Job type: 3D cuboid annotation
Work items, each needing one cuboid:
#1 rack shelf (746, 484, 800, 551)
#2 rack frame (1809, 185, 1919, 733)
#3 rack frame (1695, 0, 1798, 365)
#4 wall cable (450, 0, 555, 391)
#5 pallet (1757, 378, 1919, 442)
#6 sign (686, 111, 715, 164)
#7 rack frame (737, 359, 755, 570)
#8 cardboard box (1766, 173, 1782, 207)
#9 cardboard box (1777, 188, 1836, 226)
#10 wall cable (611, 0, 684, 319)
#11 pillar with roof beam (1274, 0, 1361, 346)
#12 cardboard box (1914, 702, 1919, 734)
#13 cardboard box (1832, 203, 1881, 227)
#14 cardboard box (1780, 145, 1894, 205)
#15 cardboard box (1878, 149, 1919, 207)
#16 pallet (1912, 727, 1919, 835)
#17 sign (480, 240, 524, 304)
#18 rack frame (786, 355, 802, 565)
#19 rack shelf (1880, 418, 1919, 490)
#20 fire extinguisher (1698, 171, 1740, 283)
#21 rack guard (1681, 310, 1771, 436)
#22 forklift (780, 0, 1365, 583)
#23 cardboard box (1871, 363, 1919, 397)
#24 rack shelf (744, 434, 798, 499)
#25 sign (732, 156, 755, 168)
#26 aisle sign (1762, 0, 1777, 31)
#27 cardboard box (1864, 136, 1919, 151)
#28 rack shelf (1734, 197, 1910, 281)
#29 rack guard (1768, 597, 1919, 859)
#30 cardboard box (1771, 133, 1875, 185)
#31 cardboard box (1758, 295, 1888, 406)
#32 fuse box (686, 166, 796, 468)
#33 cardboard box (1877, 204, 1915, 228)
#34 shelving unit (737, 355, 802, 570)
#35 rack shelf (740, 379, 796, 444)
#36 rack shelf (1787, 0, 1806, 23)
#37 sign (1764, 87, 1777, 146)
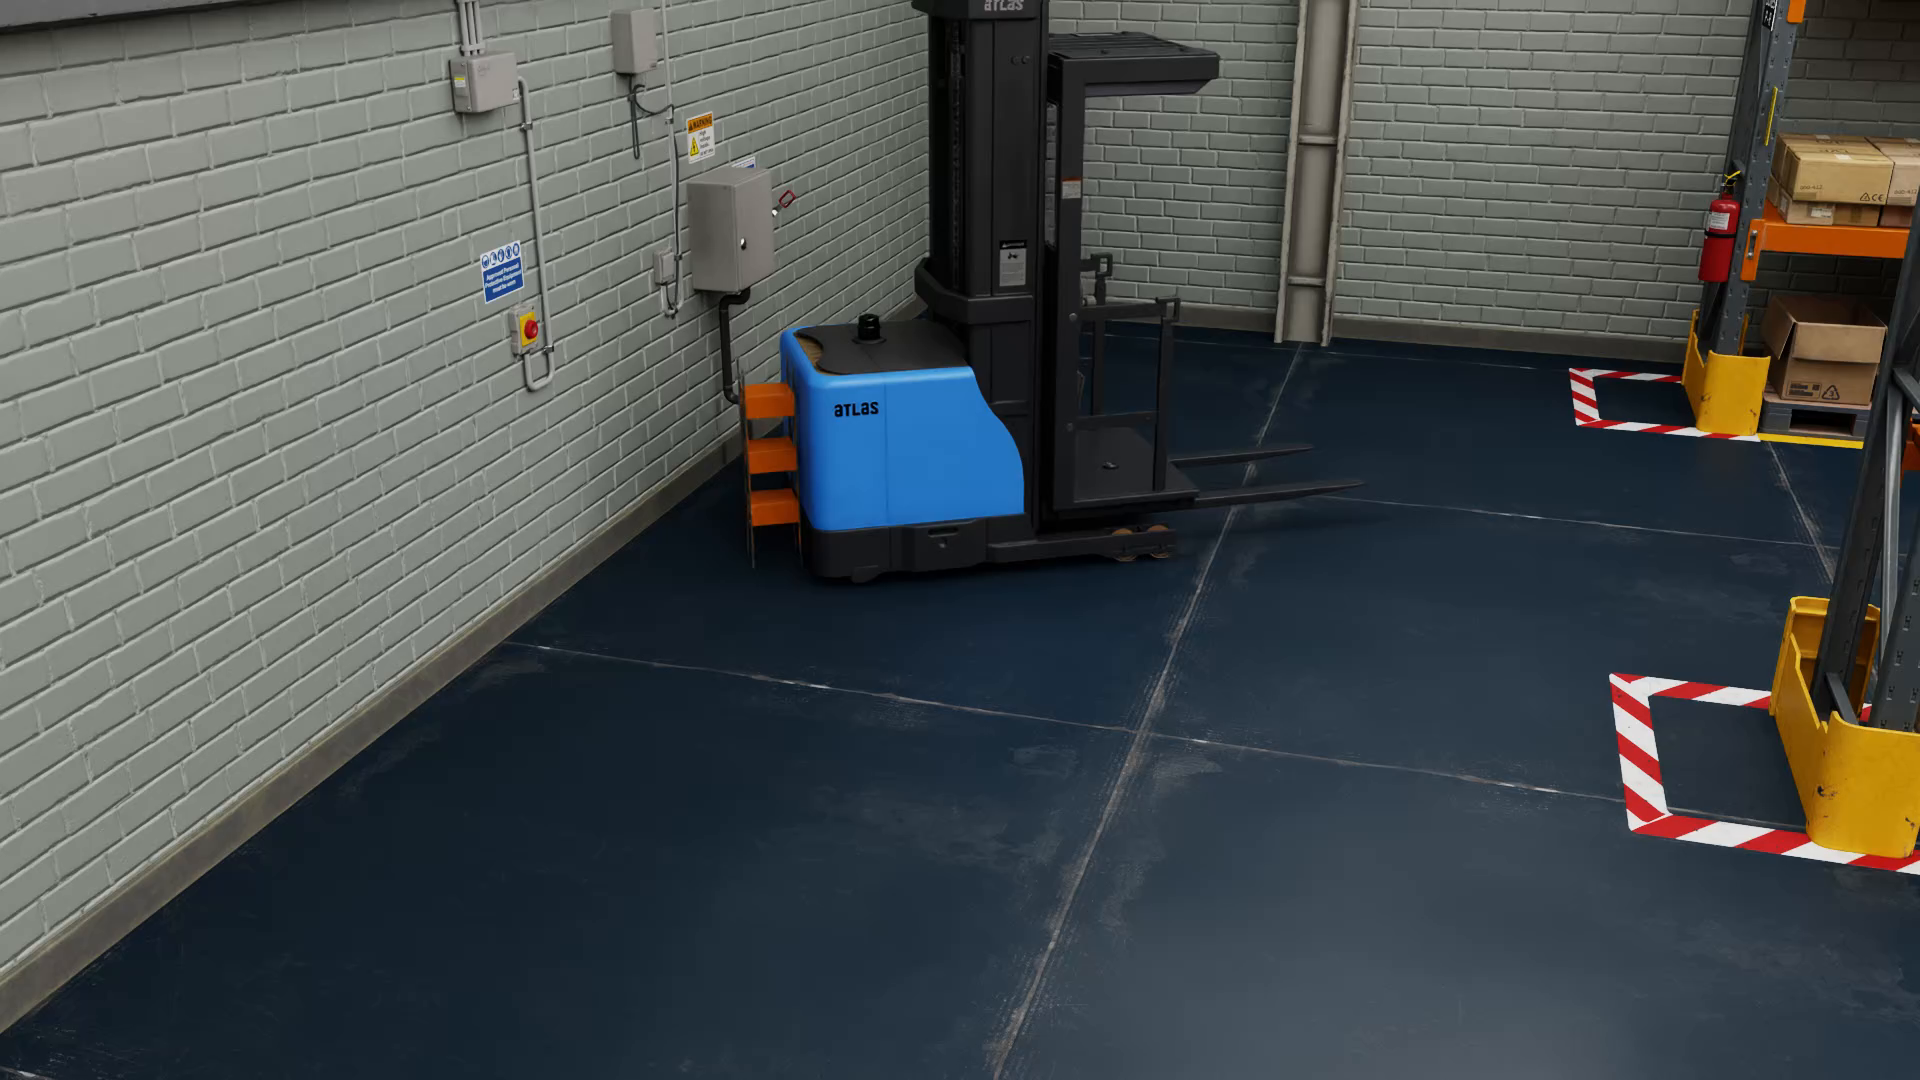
[{"bbox_3d":[-0.949,-0.115,8.427,0.240,0.259,0.215,-6,23,-13],"label":"rack shelf"},{"bbox_3d":[3.455,-0.464,5.948,0.127,3.000,1.000,7,23,16],"label":"rack frame"},{"bbox_3d":[4.885,-2.267,10.345,0.127,3.000,1.000,7,23,16],"label":"rack frame"},{"bbox_3d":[-1.950,-1.558,7.235,0.123,1.953,0.585,7,23,16],"label":"wall cable"},{"bbox_3d":[5.721,-0.882,10.642,1.213,0.211,1.003,7,23,16],"label":"pallet"},{"bbox_3d":[-1.418,-2.205,9.105,0.001,0.242,0.339,7,23,16],"label":"sign"},{"bbox_3d":[-1.068,-0.370,8.290,0.008,1.050,0.200,-6,23,-13],"label":"rack frame"},{"bbox_3d":[5.280,-2.212,10.542,0.250,0.149,0.380,6,23,15],"label":"cardboard box"},{"bbox_3d":[5.120,-2.016,10.062,0.250,0.149,0.380,6,23,15],"label":"cardboard box"},{"bbox_3d":[-1.552,-2.060,8.500,0.122,1.984,0.588,7,23,16],"label":"wall cable"},{"bbox_3d":[1.320,-4.102,6.913,0.400,9.000,9.100,7,23,16],"label":"pillar with roof beam"},{"bbox_3d":[4.115,0.564,6.266,0.875,0.438,0.875,6,23,14],"label":"cardboard box"},{"bbox_3d":[5.377,-2.004,10.035,0.250,0.149,0.380,7,23,17],"label":"cardboard box"},{"bbox_3d":[5.241,-2.188,9.957,0.500,0.250,0.500,7,23,16],"label":"cardboard box"},{"bbox_3d":[5.724,-2.133,9.823,0.500,0.250,0.500,7,23,16],"label":"cardboard box"},{"bbox_3d":[4.243,0.886,6.333,1.213,0.211,1.003,7,23,16],"label":"pallet"},{"bbox_3d":[-2.023,-1.187,7.356,0.001,0.218,0.327,7,23,16],"label":"sign"},{"bbox_3d":[-0.832,-0.394,8.346,0.008,1.050,0.200,-6,23,-13],"label":"rack frame"},{"bbox_3d":[5.369,0.088,5.550,4.000,0.370,1.077,7,23,16],"label":"rack shelf"},{"bbox_3d":[4.611,-1.907,10.061,0.183,0.674,0.296,7,23,16],"label":"fire extinguisher"},{"bbox_3d":[4.958,-1.103,10.799,0.348,0.500,1.175,7,23,16],"label":"rack guard"},{"bbox_3d":[0.628,-1.432,8.398,3.031,2.935,1.130,-6,23,-13],"label":"forklift"},{"bbox_3d":[5.839,-0.981,10.411,0.250,0.149,0.380,6,23,13],"label":"cardboard box"},{"bbox_3d":[-0.950,-0.372,8.322,0.240,0.259,0.215,-6,23,-13],"label":"rack shelf"},{"bbox_3d":[-1.260,-1.979,9.766,0.001,0.494,0.329,7,23,16],"label":"sign"},{"bbox_3d":[4.735,-3.371,9.610,0.004,0.787,0.394,7,23,16],"label":"aisle sign"},{"bbox_3d":[5.895,-2.325,10.291,0.500,0.250,0.500,7,23,16],"label":"cardboard box"},{"bbox_3d":[6.800,-1.715,9.947,4.000,0.370,1.077,7,23,16],"label":"rack shelf"},{"bbox_3d":[3.432,0.690,6.429,0.348,0.500,1.175,7,23,16],"label":"rack guard"},{"bbox_3d":[5.402,-2.382,10.429,0.500,0.250,0.500,7,23,17],"label":"cardboard box"},{"bbox_3d":[5.443,-1.205,10.492,0.637,0.503,0.797,6,23,13],"label":"cardboard box"},{"bbox_3d":[-1.204,-1.224,9.500,0.414,1.711,0.539,7,23,16],"label":"fuse box"},{"bbox_3d":[5.639,-1.988,9.996,0.250,0.149,0.380,6,23,15],"label":"cardboard box"},{"bbox_3d":[-0.950,-0.382,8.318,0.252,1.050,0.215,-6,23,-13],"label":"shelving unit"},{"bbox_3d":[-0.951,-0.635,8.214,0.240,0.259,0.215,-6,23,-13],"label":"rack shelf"},{"bbox_3d":[6.800,-3.103,9.378,4.000,0.370,1.077,7,23,16],"label":"rack shelf"},{"bbox_3d":[4.728,-2.471,9.700,0.005,0.325,0.100,7,23,16],"label":"sign"}]
